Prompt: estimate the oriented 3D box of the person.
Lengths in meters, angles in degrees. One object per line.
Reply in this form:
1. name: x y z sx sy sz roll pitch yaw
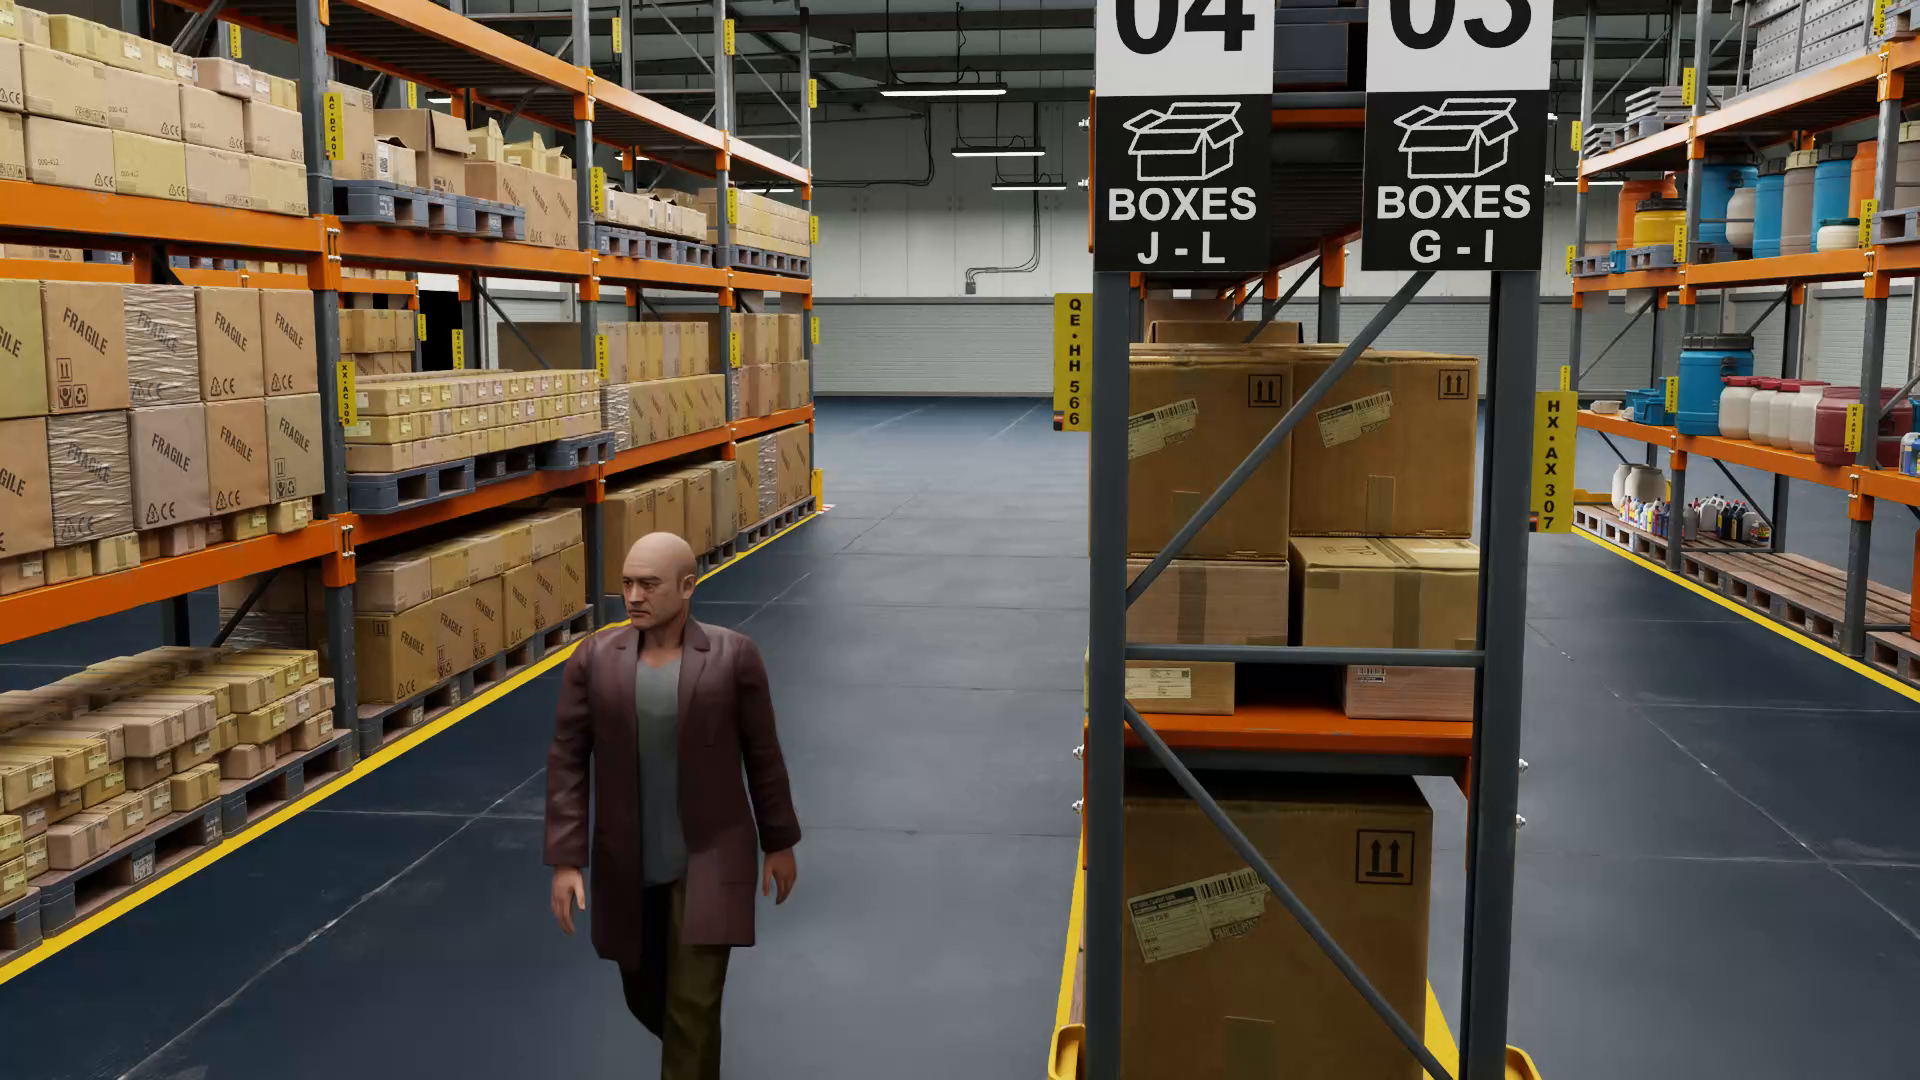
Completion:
1. person: -0.763 0.836 4.457 0.656 1.740 1.054 0 7 1
